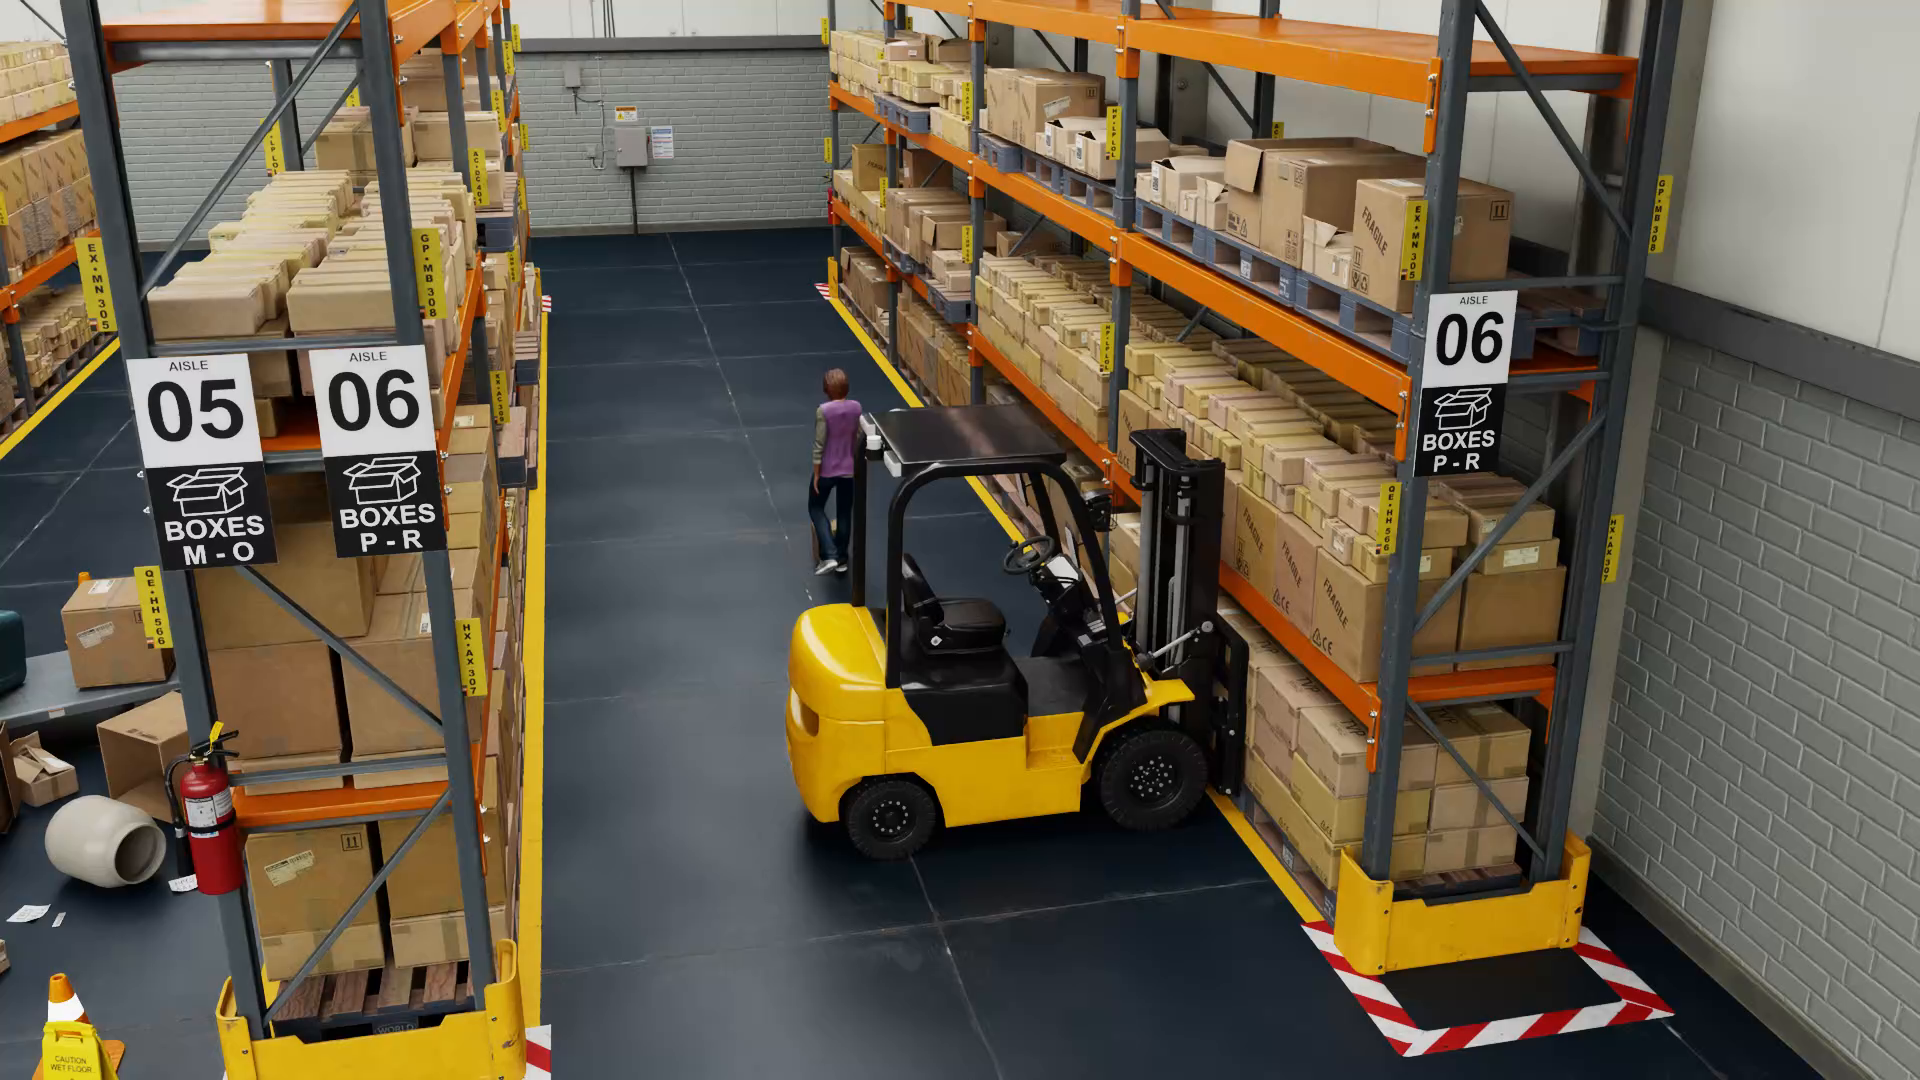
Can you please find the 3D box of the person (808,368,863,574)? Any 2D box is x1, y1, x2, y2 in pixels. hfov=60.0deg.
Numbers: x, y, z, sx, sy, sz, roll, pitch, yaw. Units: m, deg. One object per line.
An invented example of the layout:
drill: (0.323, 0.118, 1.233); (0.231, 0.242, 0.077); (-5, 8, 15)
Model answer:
person: (-0.928, -0.505, 12.436); (0.432, 1.588, 0.425); (-8, 22, -22)
